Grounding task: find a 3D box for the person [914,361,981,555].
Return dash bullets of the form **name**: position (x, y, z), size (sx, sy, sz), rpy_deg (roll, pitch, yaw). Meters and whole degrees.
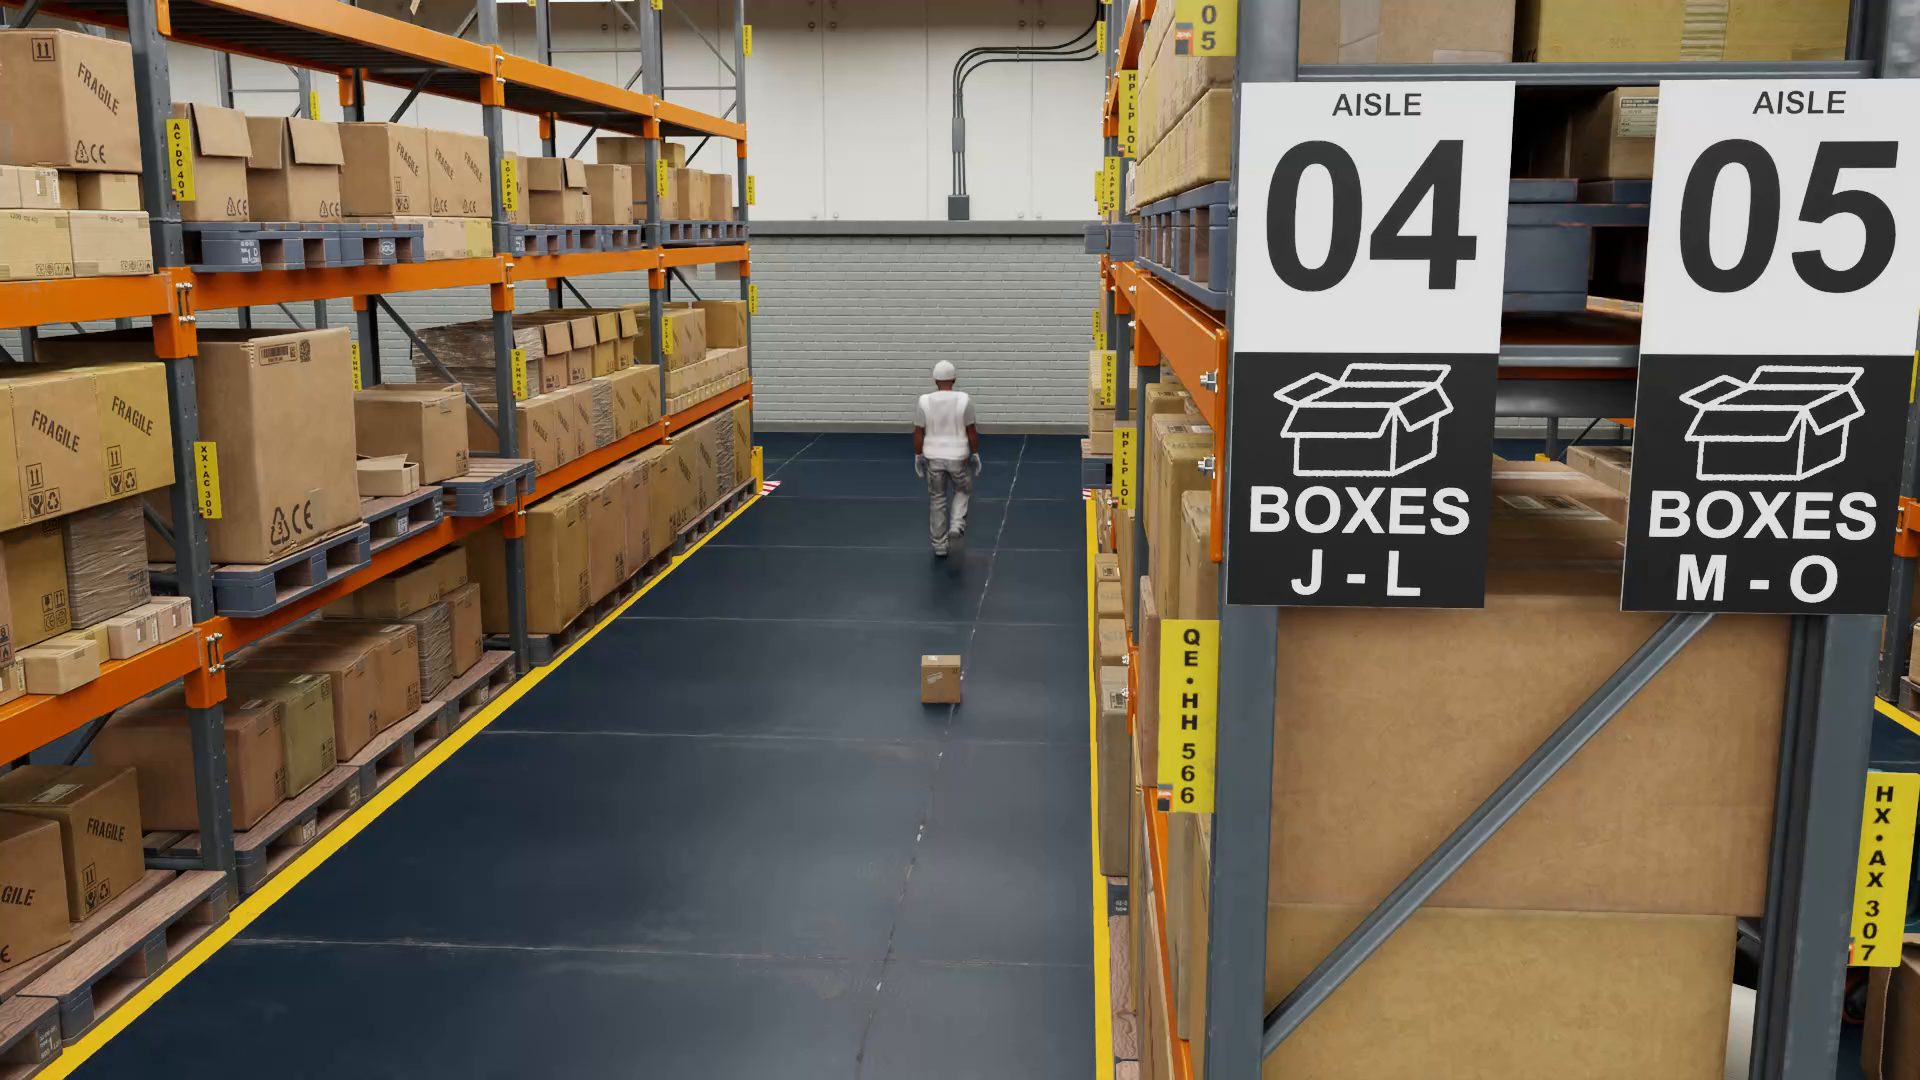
- **person**: position (-0.109, -0.754, 15.235), size (0.615, 1.776, 0.484), rpy_deg (1, 11, 3)
